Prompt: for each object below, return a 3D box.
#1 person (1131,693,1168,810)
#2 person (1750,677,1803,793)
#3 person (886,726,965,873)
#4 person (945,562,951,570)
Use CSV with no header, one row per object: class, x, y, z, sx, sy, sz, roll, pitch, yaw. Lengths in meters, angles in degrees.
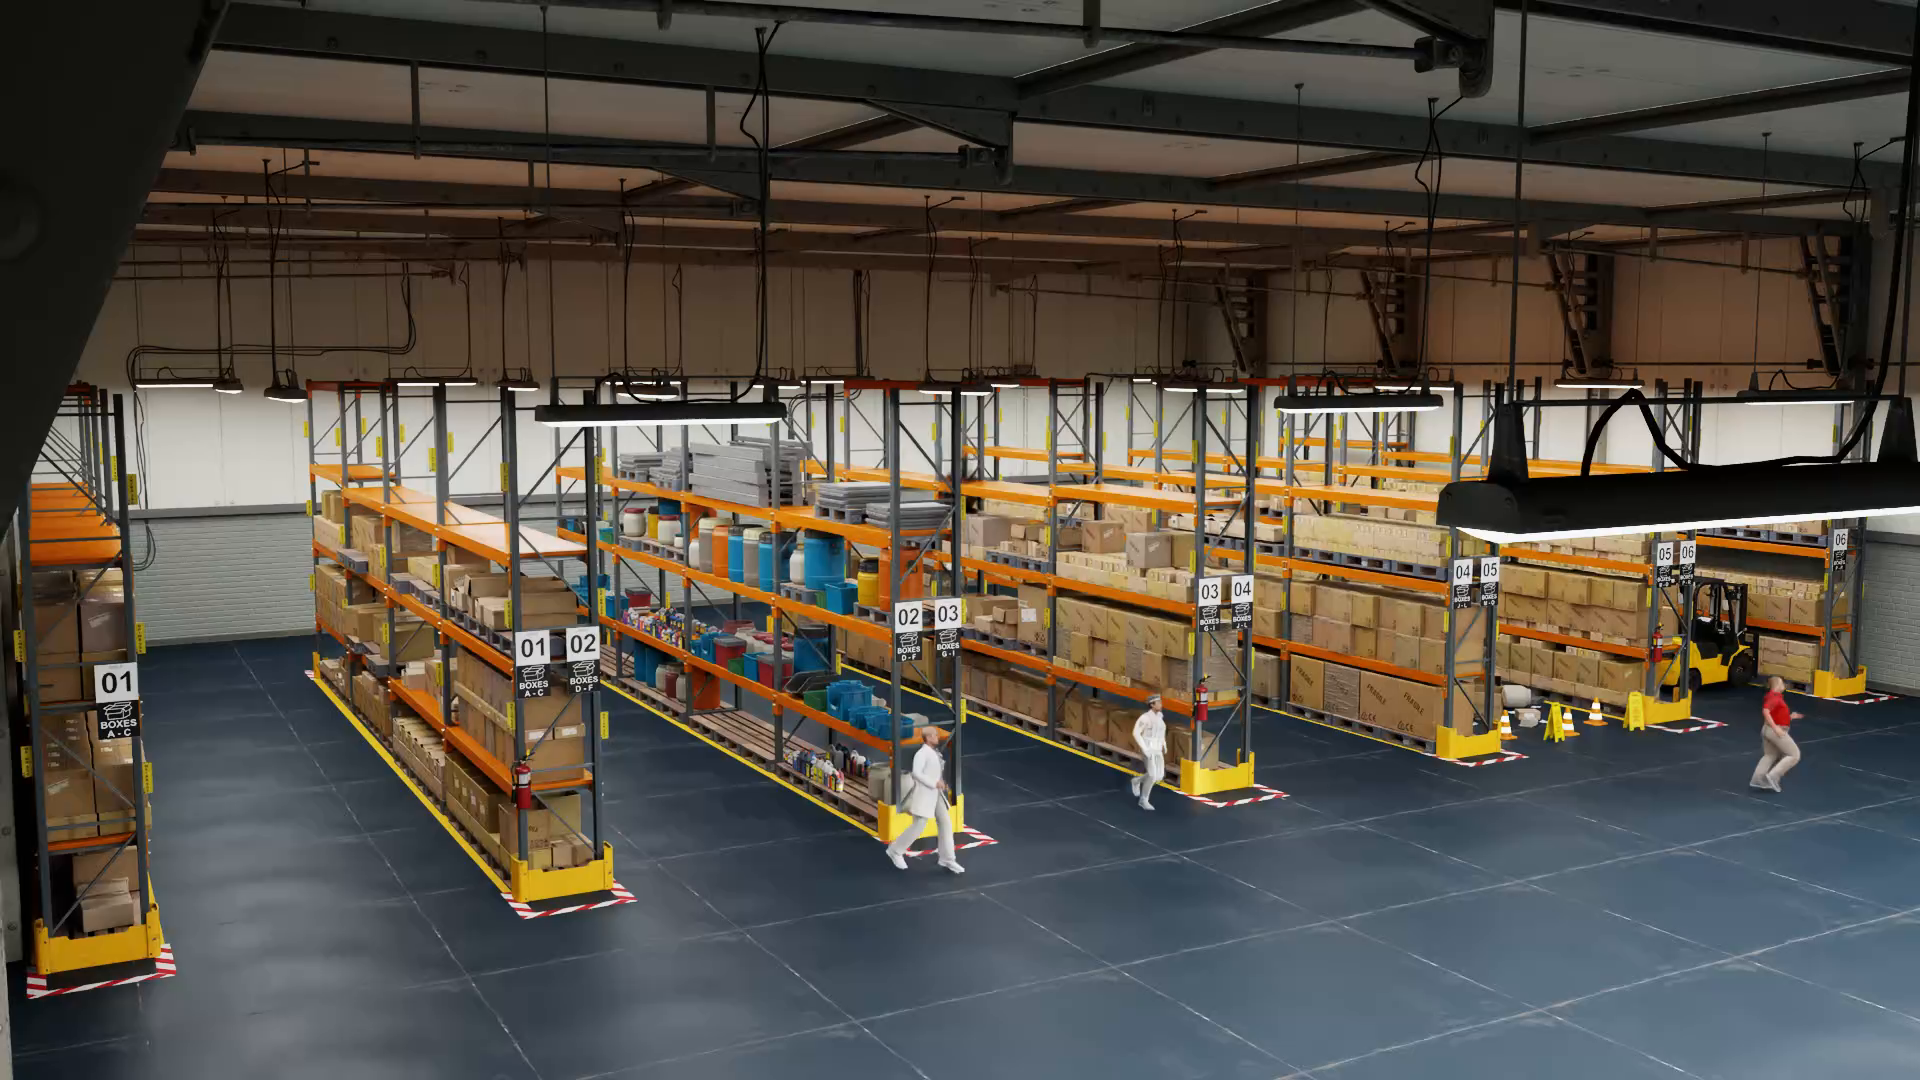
person,2.715,3.007,23.853,0.660,1.651,0.509,-6,8,-44
person,12.086,2.873,24.557,0.678,1.721,0.637,1,6,8
person,-0.366,3.229,20.874,1.016,1.773,0.762,2,7,21
person,-0.176,1.052,41.791,0.674,1.718,0.744,-4,7,-36
